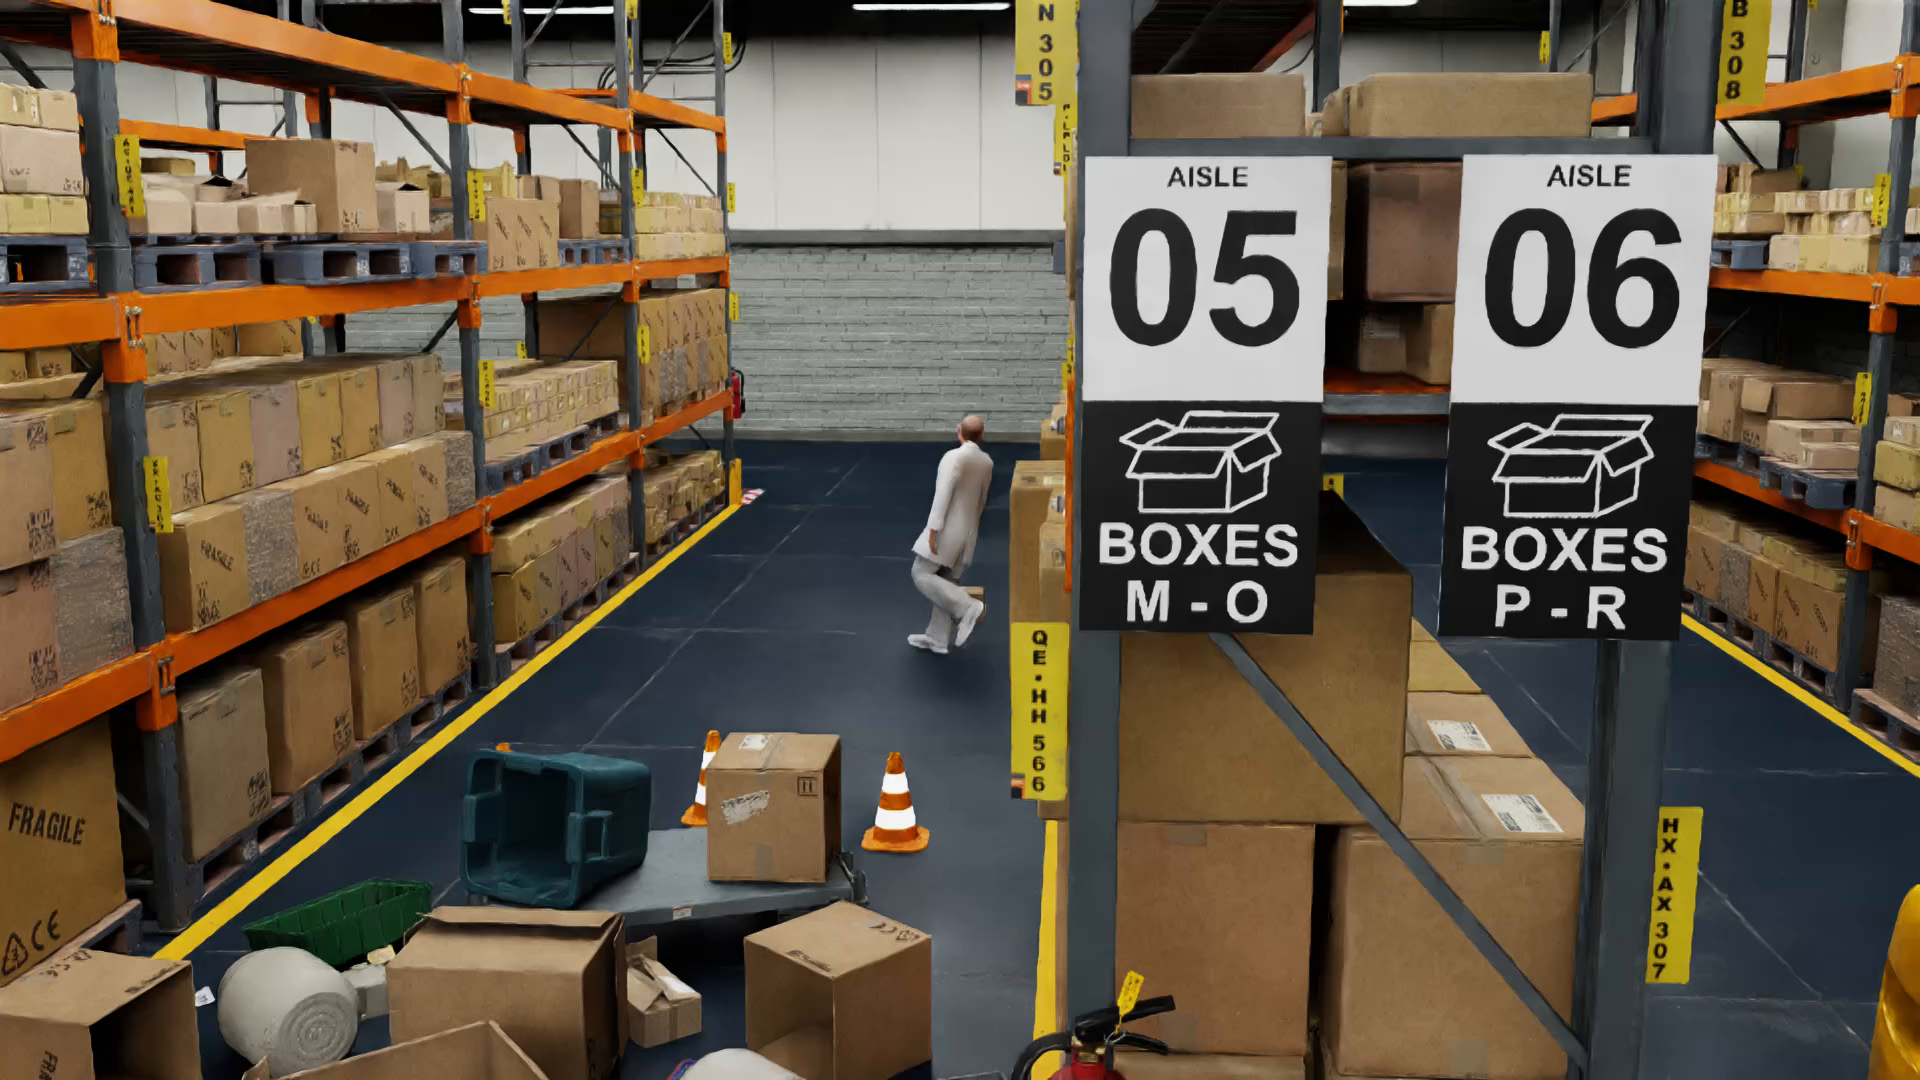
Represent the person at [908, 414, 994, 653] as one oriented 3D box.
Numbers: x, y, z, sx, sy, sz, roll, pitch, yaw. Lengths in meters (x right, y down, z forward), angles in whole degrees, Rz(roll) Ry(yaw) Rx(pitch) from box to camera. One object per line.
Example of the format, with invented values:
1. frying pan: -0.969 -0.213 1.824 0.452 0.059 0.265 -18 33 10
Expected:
1. person: -0.045 -0.048 12.277 0.662 1.739 0.696 6 12 30
